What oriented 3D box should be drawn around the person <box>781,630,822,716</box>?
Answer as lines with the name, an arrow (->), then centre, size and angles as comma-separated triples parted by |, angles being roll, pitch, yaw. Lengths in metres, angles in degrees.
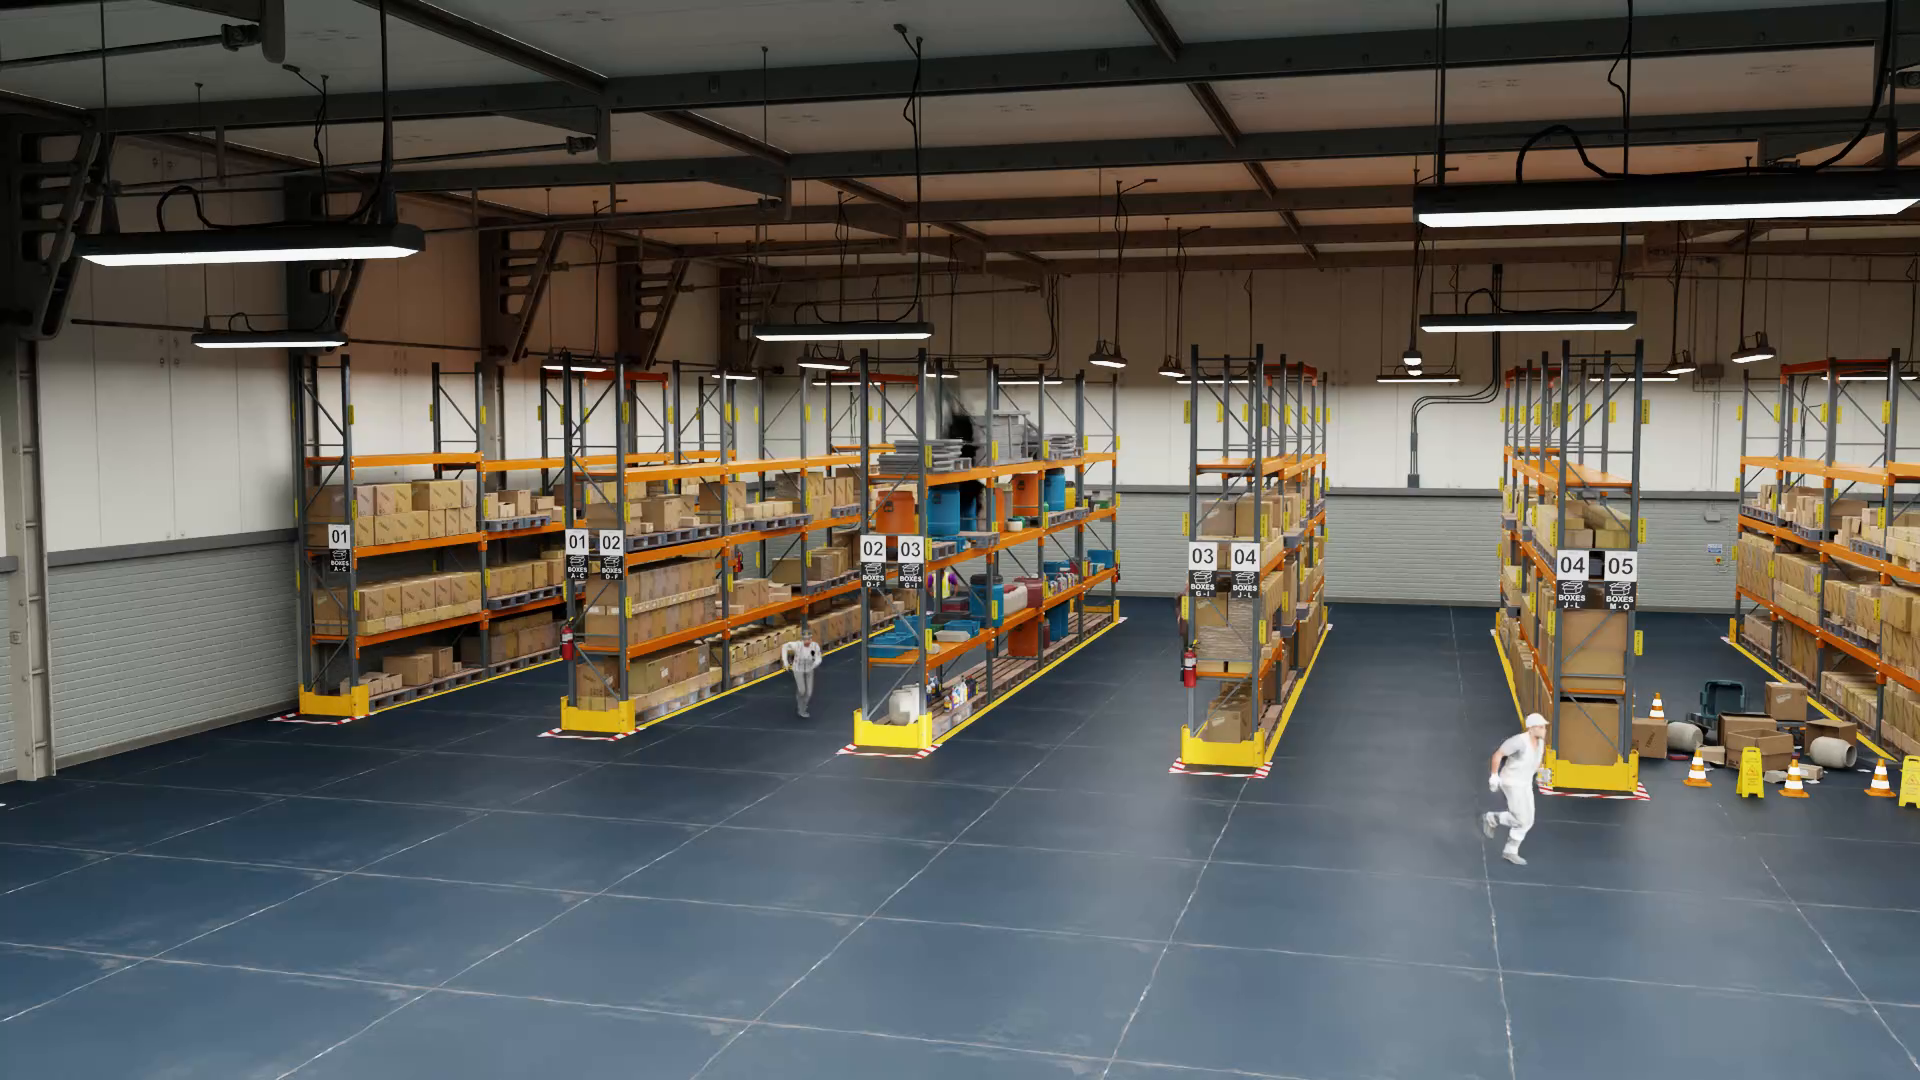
person -> -2.606, 2.204, 27.396 | 0.645, 1.497, 0.816 | -1, 4, -16

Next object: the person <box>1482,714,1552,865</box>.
person -> 6.249, 2.766, 18.683 | 0.654, 1.711, 0.775 | -4, 6, -42

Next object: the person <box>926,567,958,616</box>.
person -> -0.427, 1.325, 37.635 | 0.732, 1.718, 0.582 | 1, 4, 7

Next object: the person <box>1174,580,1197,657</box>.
person -> 4.608, 1.662, 33.100 | 0.711, 1.763, 0.717 | 2, 5, 22
